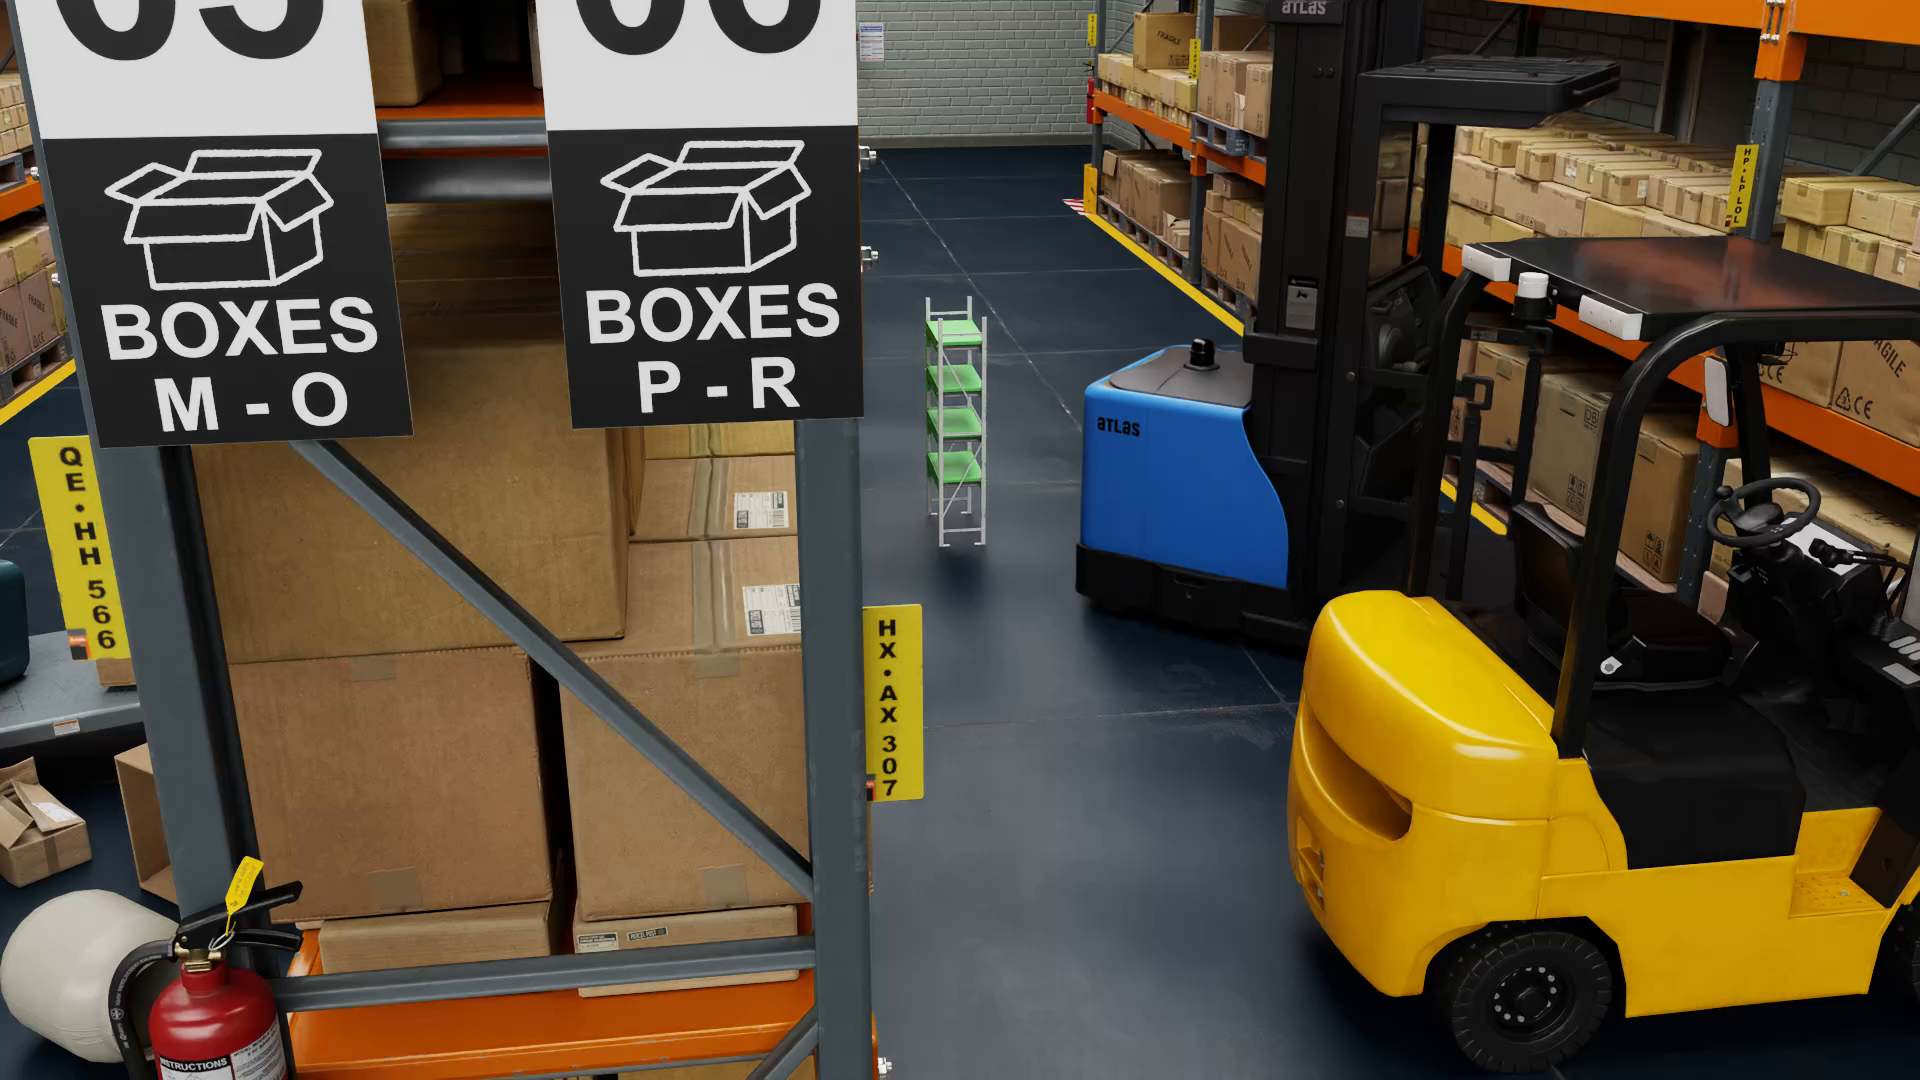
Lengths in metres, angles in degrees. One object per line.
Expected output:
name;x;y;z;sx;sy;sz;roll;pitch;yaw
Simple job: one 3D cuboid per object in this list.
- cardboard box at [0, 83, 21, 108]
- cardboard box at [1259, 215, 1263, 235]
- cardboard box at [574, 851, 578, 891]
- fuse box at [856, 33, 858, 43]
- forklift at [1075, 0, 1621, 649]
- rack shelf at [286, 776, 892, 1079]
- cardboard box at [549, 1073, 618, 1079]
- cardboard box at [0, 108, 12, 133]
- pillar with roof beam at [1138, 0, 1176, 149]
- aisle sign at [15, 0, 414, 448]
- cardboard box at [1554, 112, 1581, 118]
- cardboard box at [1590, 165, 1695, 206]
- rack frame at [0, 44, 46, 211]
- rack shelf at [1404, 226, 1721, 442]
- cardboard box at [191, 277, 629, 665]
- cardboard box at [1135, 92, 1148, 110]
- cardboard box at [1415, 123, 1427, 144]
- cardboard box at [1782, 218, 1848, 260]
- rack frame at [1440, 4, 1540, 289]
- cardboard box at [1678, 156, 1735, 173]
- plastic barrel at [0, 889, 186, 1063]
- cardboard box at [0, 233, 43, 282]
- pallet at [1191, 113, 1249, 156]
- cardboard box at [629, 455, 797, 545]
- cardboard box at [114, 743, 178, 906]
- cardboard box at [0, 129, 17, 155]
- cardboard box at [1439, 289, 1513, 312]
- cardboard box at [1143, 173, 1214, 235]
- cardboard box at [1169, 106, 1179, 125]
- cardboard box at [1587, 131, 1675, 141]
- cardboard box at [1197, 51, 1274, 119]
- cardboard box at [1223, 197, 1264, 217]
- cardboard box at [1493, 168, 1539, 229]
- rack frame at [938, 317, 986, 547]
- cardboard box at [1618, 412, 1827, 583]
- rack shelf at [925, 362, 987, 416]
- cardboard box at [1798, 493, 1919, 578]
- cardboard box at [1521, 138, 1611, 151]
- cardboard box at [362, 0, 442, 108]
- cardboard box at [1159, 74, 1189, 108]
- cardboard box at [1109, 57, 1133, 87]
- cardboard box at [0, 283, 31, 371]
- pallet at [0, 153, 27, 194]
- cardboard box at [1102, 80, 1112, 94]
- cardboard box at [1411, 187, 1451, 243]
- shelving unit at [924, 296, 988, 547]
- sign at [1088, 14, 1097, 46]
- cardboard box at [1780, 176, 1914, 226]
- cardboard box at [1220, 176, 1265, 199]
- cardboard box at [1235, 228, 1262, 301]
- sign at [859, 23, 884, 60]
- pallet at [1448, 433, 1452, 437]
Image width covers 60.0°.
cardboard box;-6.893;-3.142;11.749;0.380;0.149;0.250;-3;21;-8
cardboard box;2.577;-2.466;13.077;0.380;0.149;0.250;-2;21;-6
cardboard box;-0.538;0.587;3.218;0.380;0.149;0.250;-3;21;-7
fuse box;-1.686;-6.259;23.029;0.539;1.711;0.414;-3;21;-8
forklift;2.073;-0.938;7.040;3.031;2.935;1.130;12;24;29
rack shelf;-0.932;0.328;4.579;1.077;0.370;4.000;-3;21;-8
cardboard box;-1.017;1.159;3.583;0.500;0.500;0.500;-3;21;-7
cardboard box;-6.852;-2.915;11.568;0.380;0.149;0.250;-4;21;-11
pillar with roof beam;-1.795;-8.680;19.095;9.100;9.000;0.400;-3;21;-8
aisle sign;-0.921;-0.498;2.047;0.394;0.787;0.004;-3;21;-8
cardboard box;3.510;-2.501;10.056;0.380;0.149;0.250;-2;21;-6
cardboard box;3.215;-1.671;7.833;0.380;0.149;0.250;-4;21;-9
rack frame;-7.257;-3.187;12.961;1.000;3.000;0.127;-3;21;-8
rack shelf;3.403;-1.308;8.960;1.077;0.370;4.000;-3;21;-8
cardboard box;-0.933;-0.137;2.798;0.700;0.500;0.500;-3;21;-9
cardboard box;1.932;-4.324;16.365;0.380;0.149;0.250;-2;21;-7
cardboard box;2.909;-2.471;9.975;0.380;0.149;0.250;-2;21;-7
cardboard box;3.477;-1.180;6.519;0.380;0.149;0.250;-3;21;-9
rack frame;3.115;-2.338;10.689;1.000;3.000;0.127;-3;21;-8
cardboard box;3.763;-1.793;8.160;0.380;0.149;0.250;-3;21;-8
plastic barrel;-2.439;1.252;4.760;0.512;0.421;0.421;12;24;30
cardboard box;-6.748;-1.958;11.571;0.500;0.250;0.500;-4;21;-10
pallet;2.545;-3.351;13.675;1.003;0.211;1.213;-3;21;-8
cardboard box;-0.515;0.140;3.486;0.500;0.500;0.500;-2;21;-6
cardboard box;-2.412;0.908;5.567;0.500;0.500;0.500;12;24;29
cardboard box;-6.850;-2.779;11.628;0.380;0.149;0.250;-4;21;-10
cardboard box;3.191;-1.206;10.451;0.875;0.625;0.625;-2;21;-6
cardboard box;2.190;-3.260;16.129;0.700;0.500;0.500;-4;21;-10
cardboard box;2.122;-3.881;15.178;0.380;0.149;0.250;-2;21;-6
cardboard box;3.671;-2.150;9.117;0.380;0.149;0.250;-3;21;-9
cardboard box;2.387;-3.788;13.827;0.700;0.500;0.500;-2;21;-6
cardboard box;2.443;-2.823;14.032;0.380;0.149;0.250;-3;21;-9
cardboard box;3.164;-1.805;8.761;0.500;0.250;0.500;-3;21;-7
rack frame;0.011;-0.535;8.433;0.240;1.200;0.015;-3;21;-8
cardboard box;3.605;-0.217;7.805;0.875;0.625;0.625;-2;21;-5
rack shelf;-0.024;-0.784;8.598;0.258;0.148;0.480;-3;21;-8
cardboard box;3.514;0.031;6.247;0.500;0.250;0.500;-3;21;-8
cardboard box;3.199;-2.032;8.799;0.380;0.149;0.250;-3;21;-8
cardboard box;-0.971;-0.713;2.411;0.380;0.149;0.250;-3;21;-8
cardboard box;2.137;-4.129;15.272;0.500;0.250;0.500;-3;21;-8
cardboard box;1.833;-4.832;17.155;0.500;0.250;0.500;-3;21;-7
cardboard box;-6.684;-1.437;11.248;0.500;0.500;0.500;-3;21;-9
pallet;-7.006;-2.395;11.116;1.003;0.211;1.213;-3;21;-8
cardboard box;1.738;-4.862;17.807;0.380;0.149;0.250;-3;21;-8
cardboard box;3.005;-1.927;9.804;0.500;0.250;0.500;-3;21;-9
shelving unit;-0.024;-0.619;8.660;0.258;1.200;0.503;-3;21;-8
sign;1.425;-5.486;17.880;0.100;0.325;0.005;-3;21;-8
cardboard box;3.444;-1.318;6.462;0.380;0.149;0.250;-2;21;-7
cardboard box;2.412;-2.967;13.992;0.380;0.149;0.250;-4;21;-10
cardboard box;2.539;-2.213;13.326;0.500;0.500;0.500;-4;21;-9
sign;-1.227;-6.915;23.079;0.329;0.494;0.001;-3;21;-8
pallet;3.195;-0.745;10.408;1.003;0.211;1.213;-3;21;-8
